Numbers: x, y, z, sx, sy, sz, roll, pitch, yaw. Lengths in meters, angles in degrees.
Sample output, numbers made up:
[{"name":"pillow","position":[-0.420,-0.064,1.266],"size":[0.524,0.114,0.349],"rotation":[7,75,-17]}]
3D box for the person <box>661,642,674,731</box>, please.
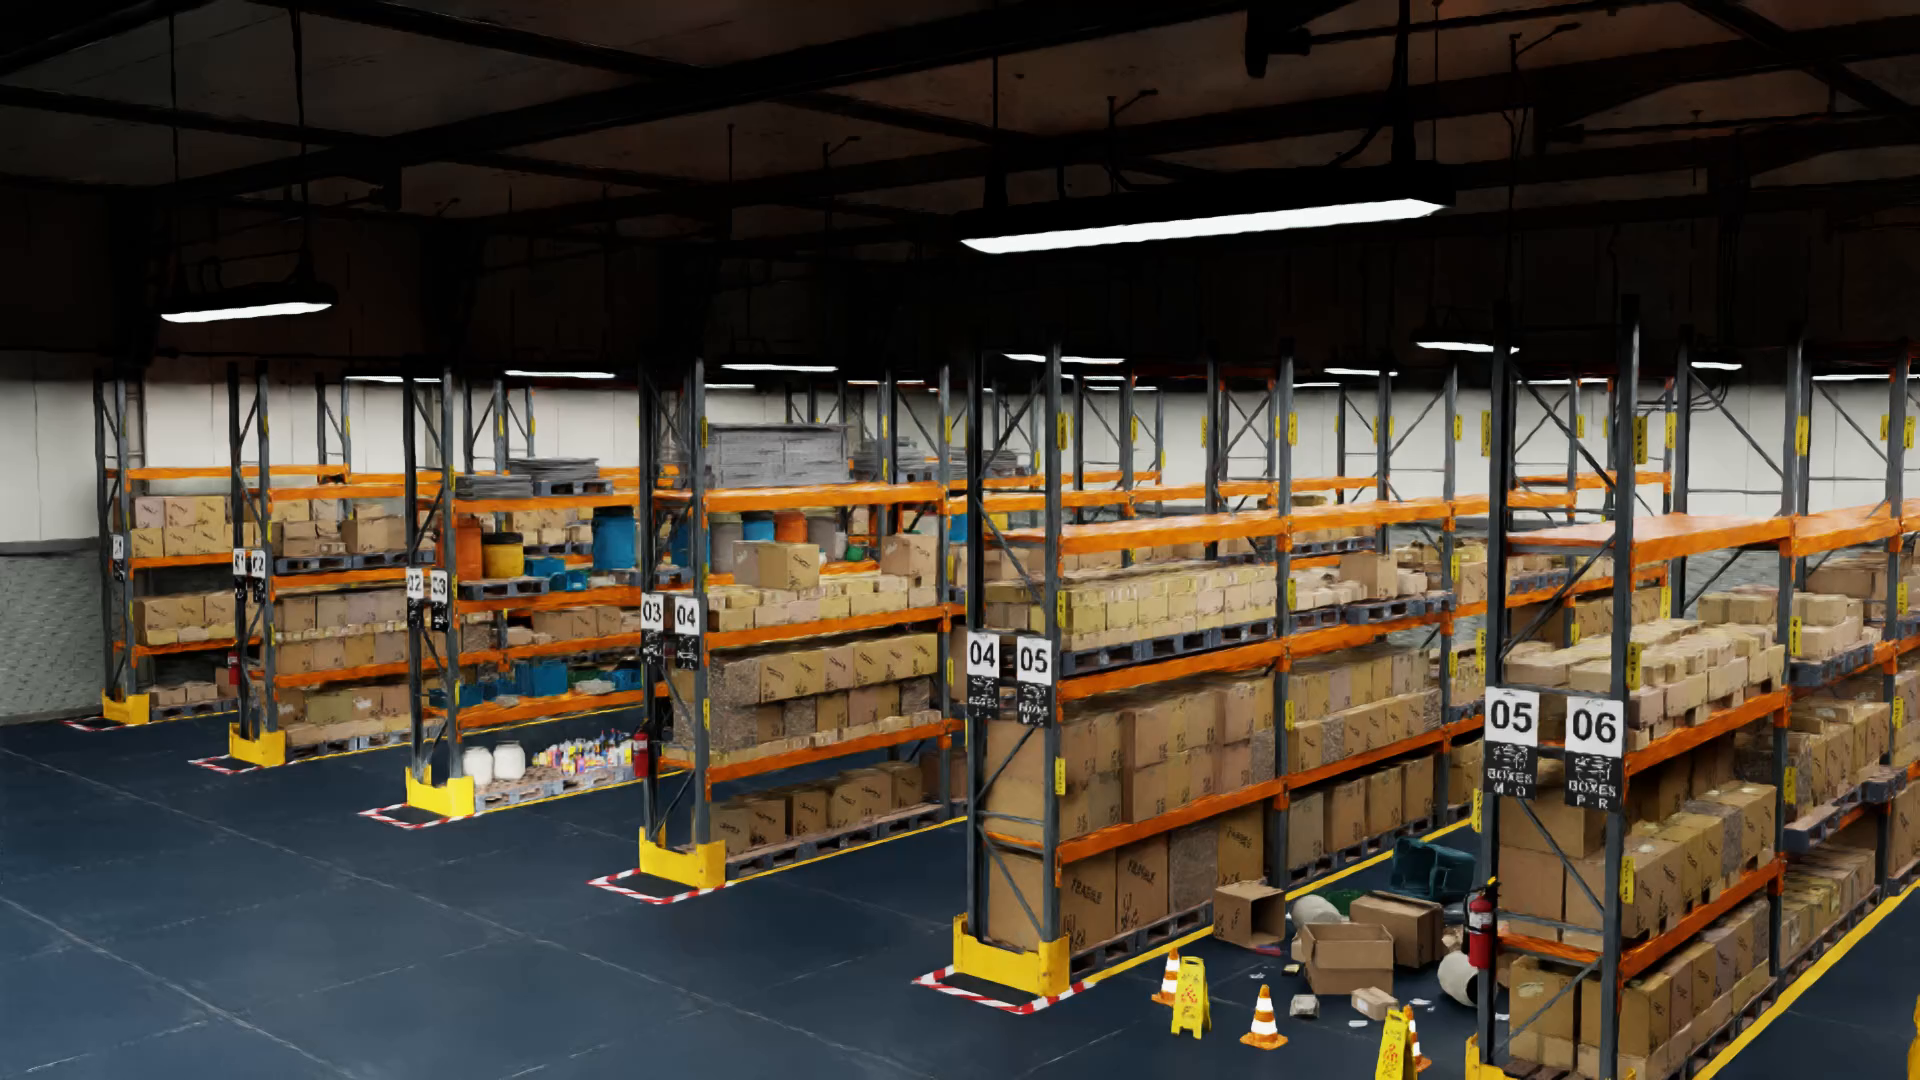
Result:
[{"name":"person","position":[-4.956,2.288,27.424],"size":[0.729,1.733,0.546],"rotation":[3,5,39]}]
